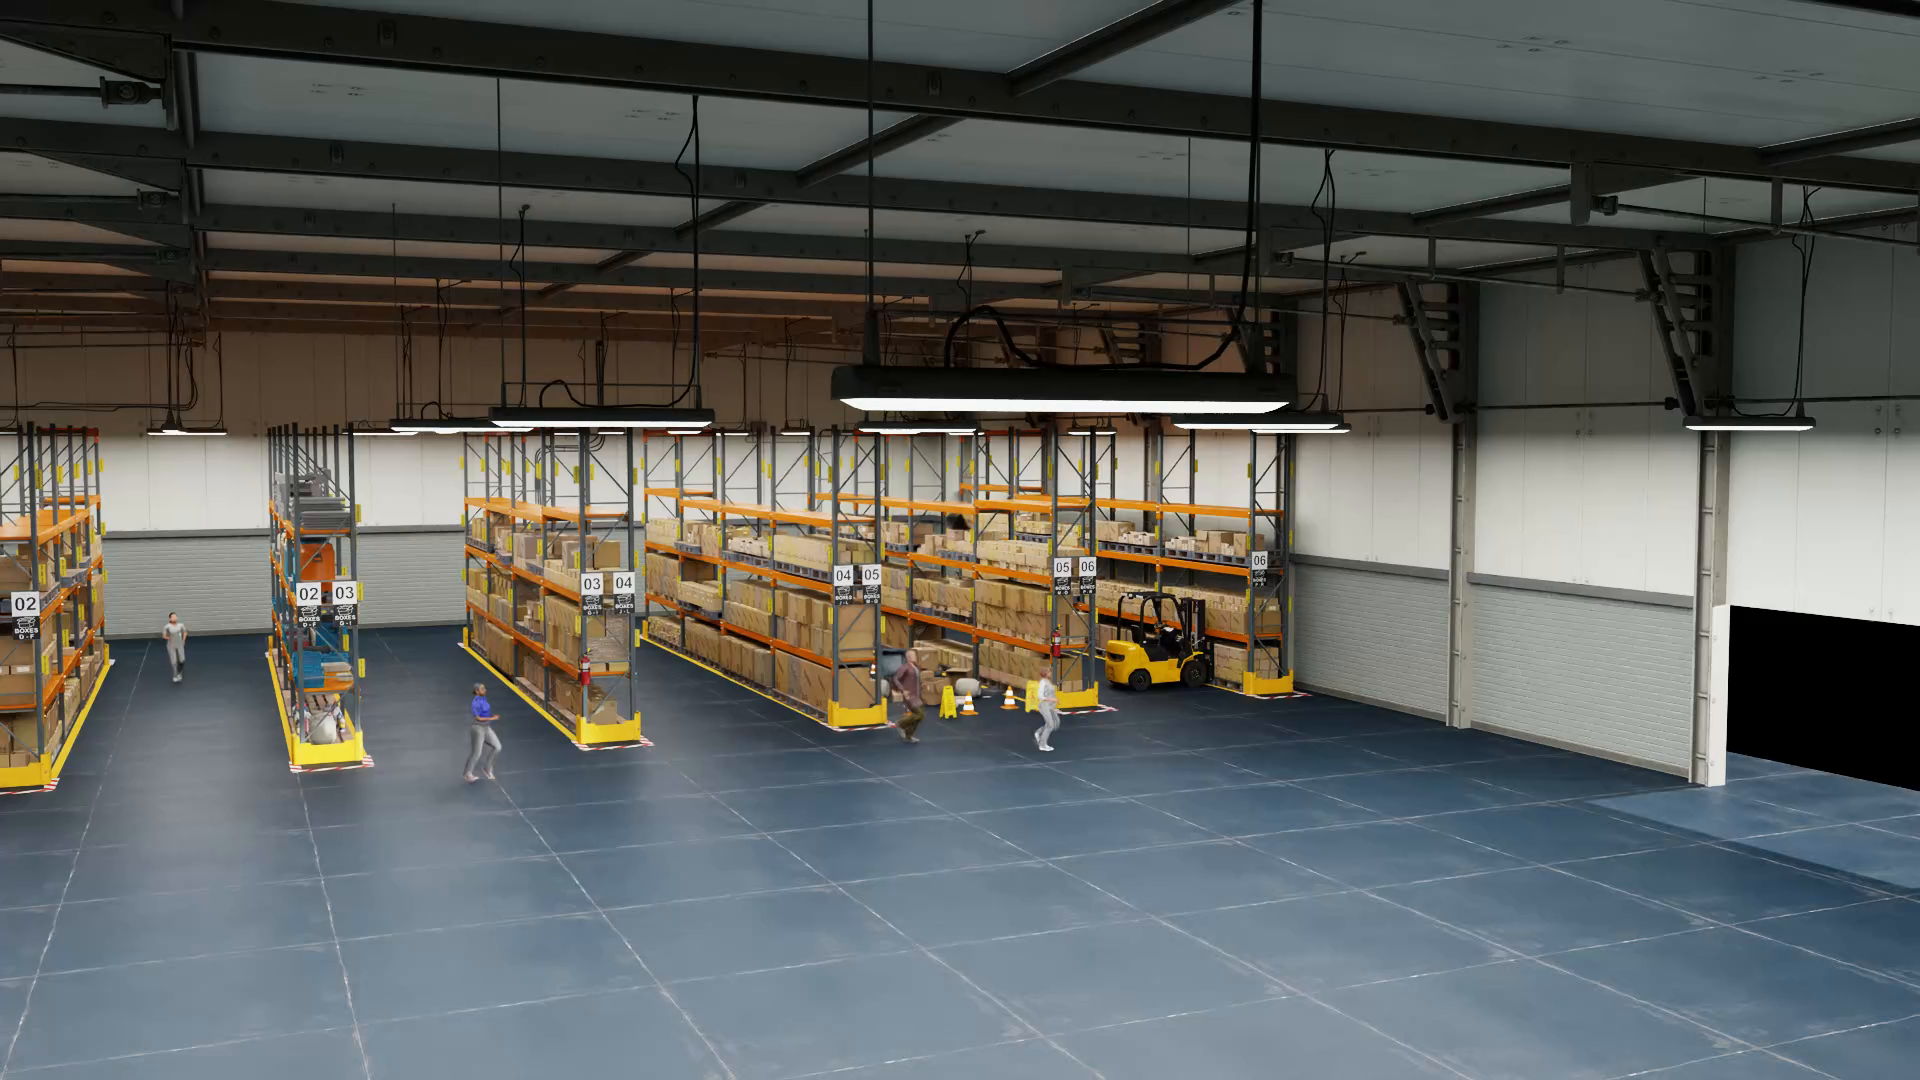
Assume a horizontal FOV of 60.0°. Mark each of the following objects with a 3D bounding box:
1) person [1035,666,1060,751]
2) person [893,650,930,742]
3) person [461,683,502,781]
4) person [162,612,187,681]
[{"bbox_3d":[1.607,3.082,30.452,0.551,1.552,0.530,1,4,22],"label":"person"},{"bbox_3d":[-0.883,2.947,31.287,0.622,1.740,0.695,2,4,26],"label":"person"},{"bbox_3d":[-7.944,3.211,27.700,0.709,1.685,0.574,1,4,10],"label":"person"},{"bbox_3d":[-18.371,2.511,38.964,0.552,1.628,0.571,-2,4,-34],"label":"person"}]
